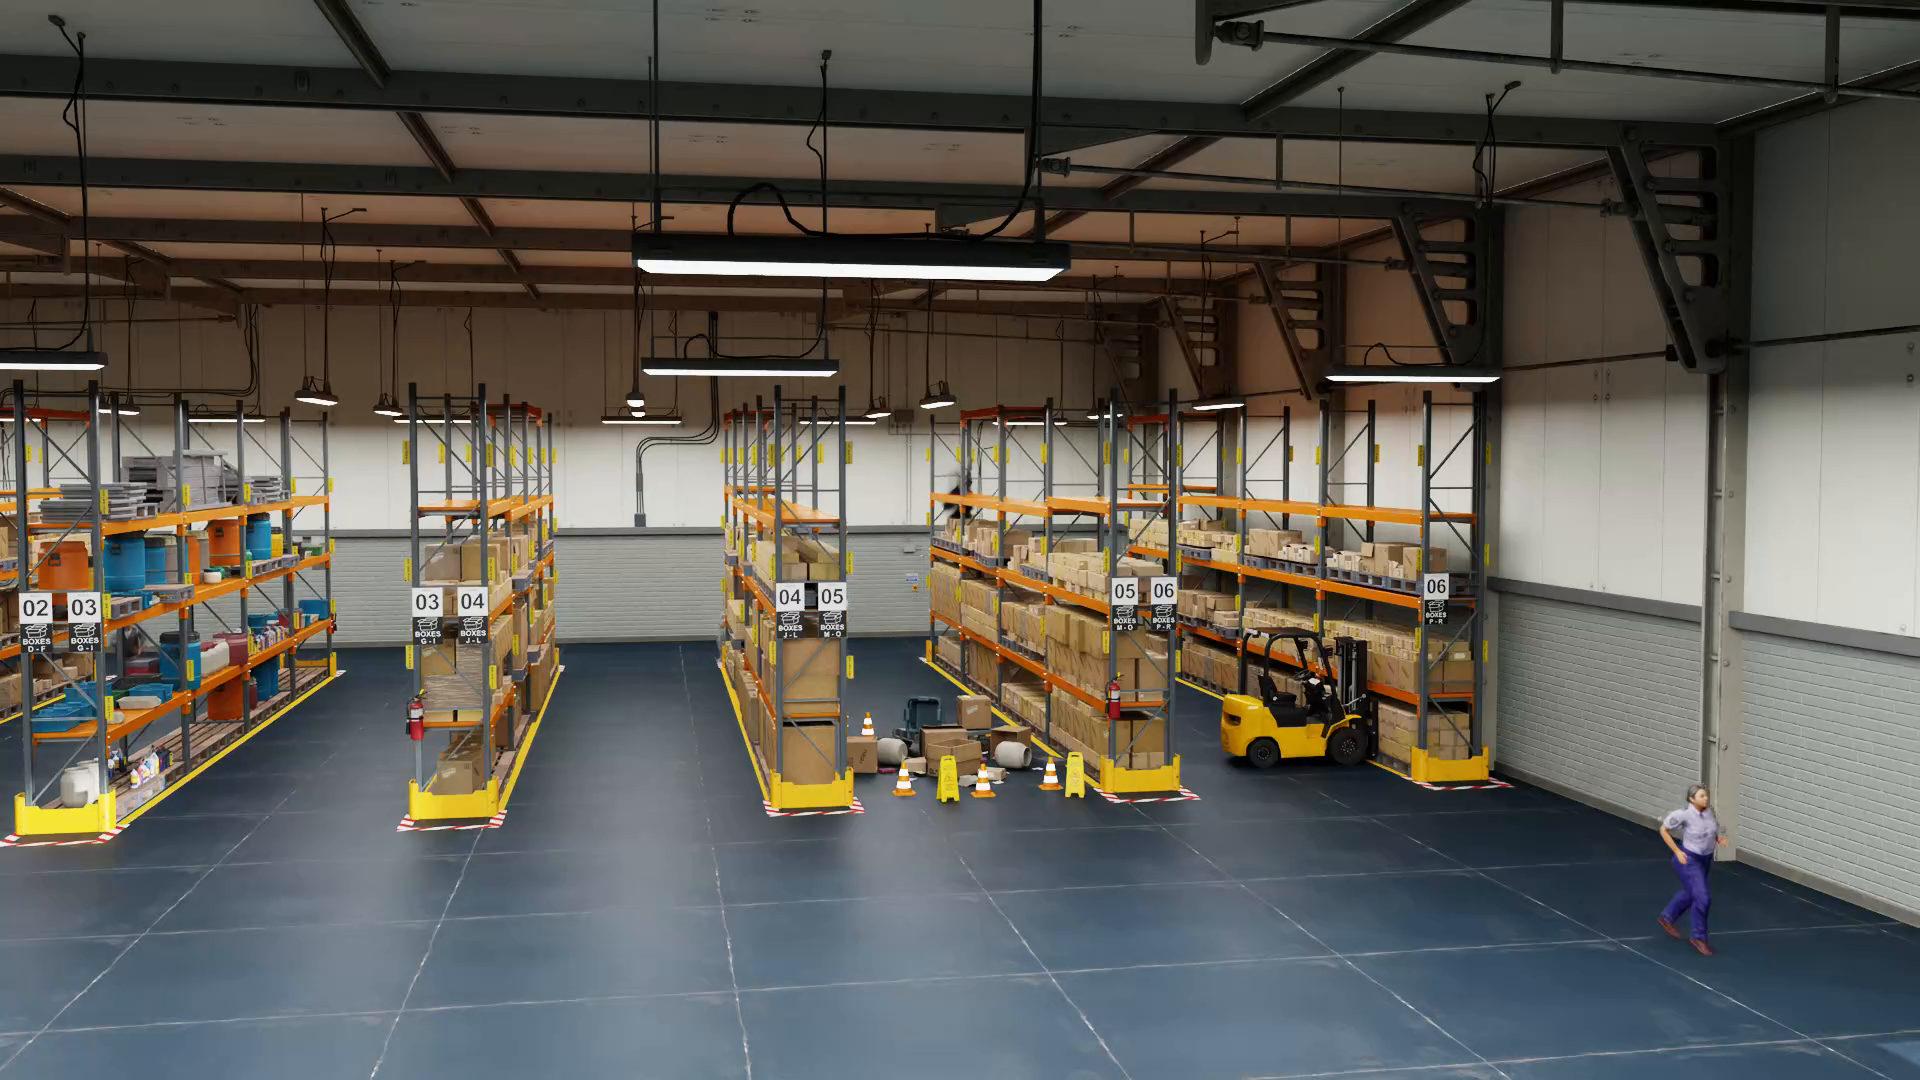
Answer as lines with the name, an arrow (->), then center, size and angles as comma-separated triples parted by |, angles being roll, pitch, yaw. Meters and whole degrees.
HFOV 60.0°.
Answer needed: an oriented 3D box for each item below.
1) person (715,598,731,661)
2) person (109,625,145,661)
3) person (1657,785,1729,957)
person -> -5.589, 2.153, 40.498 | 0.687, 1.668, 0.619 | -1, 3, -21
person -> -16.951, 2.418, 33.862 | 0.644, 1.772, 0.752 | -1, 3, -23
person -> 7.447, 3.418, 16.958 | 0.596, 1.511, 0.756 | -2, 3, -33
